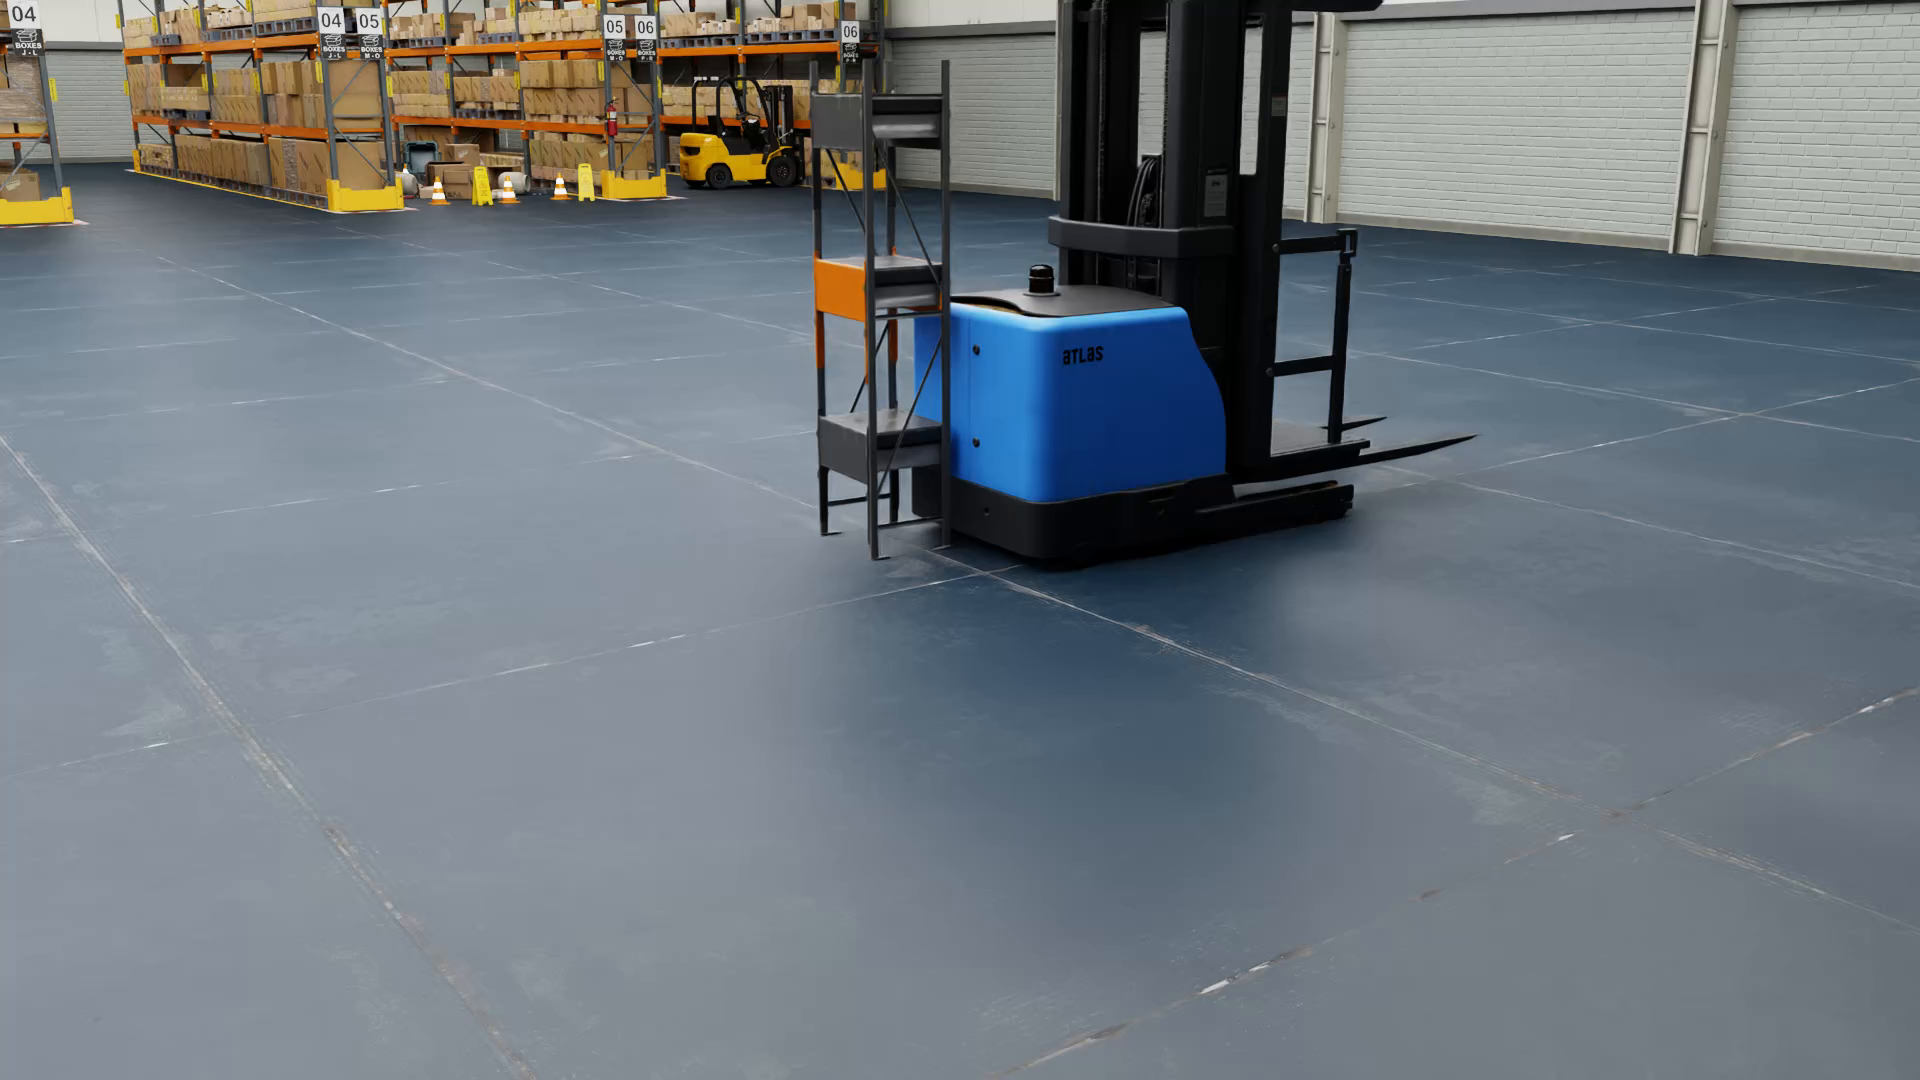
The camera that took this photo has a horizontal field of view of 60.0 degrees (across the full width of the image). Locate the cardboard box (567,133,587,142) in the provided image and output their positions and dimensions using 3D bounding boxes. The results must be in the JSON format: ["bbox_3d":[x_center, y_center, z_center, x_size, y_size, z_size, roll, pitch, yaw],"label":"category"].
[{"bbox_3d":[-7.200,-7.610,31.462,0.380,0.149,0.250,-10,18,-32],"label":"cardboard box"}]

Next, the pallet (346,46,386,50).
[{"bbox_3d":[-14.912,-12.413,41.735,1.003,0.211,1.213,-11,19,-35],"label":"pallet"}]

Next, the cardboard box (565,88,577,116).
[{"bbox_3d":[-7.073,-8.230,31.209,0.500,0.500,0.500,-11,19,-35],"label":"cardboard box"}]

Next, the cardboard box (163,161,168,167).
[{"bbox_3d":[-17.748,-8.495,37.538,0.380,0.149,0.250,-12,19,-36],"label":"cardboard box"}]

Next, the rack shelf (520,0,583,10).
[{"bbox_3d":[-10.168,-14.055,43.253,1.077,0.370,4.000,-11,19,-35],"label":"rack shelf"}]

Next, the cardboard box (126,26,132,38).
[{"bbox_3d":[-18.945,-11.747,38.467,0.500,0.250,0.500,-11,19,-35],"label":"cardboard box"}]

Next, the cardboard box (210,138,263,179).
[{"bbox_3d":[-14.312,-7.642,33.280,1.050,0.750,0.750,-11,19,-35],"label":"cardboard box"}]

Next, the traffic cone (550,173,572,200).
[{"bbox_3d":[-7.245,-6.418,30.148,0.336,0.463,0.334,-11,19,-35],"label":"traffic cone"}]

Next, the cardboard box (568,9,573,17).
[{"bbox_3d":[-7.050,-9.774,30.890,0.380,0.149,0.250,-12,19,-36],"label":"cardboard box"}]

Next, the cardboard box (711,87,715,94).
[{"bbox_3d":[-5.301,-9.989,36.971,0.380,0.149,0.250,-11,19,-36],"label":"cardboard box"}]

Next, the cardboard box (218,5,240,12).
[{"bbox_3d":[-14.915,-10.772,33.928,0.396,0.266,0.258,-11,19,-35],"label":"cardboard box"}]

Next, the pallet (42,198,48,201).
[{"bbox_3d":[-15.172,-5.322,26.621,1.003,0.211,1.213,-11,19,-35],"label":"pallet"}]

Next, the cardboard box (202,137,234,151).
[{"bbox_3d":[-15.211,-8.132,34.125,0.500,0.250,0.500,-11,19,-36],"label":"cardboard box"}]

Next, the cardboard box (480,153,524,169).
[{"bbox_3d":[-9.888,-8.115,35.724,0.950,0.372,0.625,-11,19,-36],"label":"cardboard box"}]

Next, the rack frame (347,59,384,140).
[{"bbox_3d":[-15.356,-11.166,42.692,1.000,3.000,0.127,-11,19,-35],"label":"rack frame"}]

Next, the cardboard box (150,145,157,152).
[{"bbox_3d":[-18.478,-9.048,38.431,0.380,0.149,0.250,-11,19,-34],"label":"cardboard box"}]

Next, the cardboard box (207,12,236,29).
[{"bbox_3d":[-14.350,-10.134,32.422,0.500,0.311,0.500,-11,19,-34],"label":"cardboard box"}]

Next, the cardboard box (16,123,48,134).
[{"bbox_3d":[-13.940,-6.188,24.979,0.380,0.149,0.250,-11,19,-35],"label":"cardboard box"}]

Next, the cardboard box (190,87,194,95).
[{"bbox_3d":[-15.402,-9.124,33.783,0.380,0.149,0.250,-11,19,-35],"label":"cardboard box"}]

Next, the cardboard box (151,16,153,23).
[{"bbox_3d":[-17.518,-11.409,36.480,0.380,0.149,0.250,-10,18,-33],"label":"cardboard box"}]

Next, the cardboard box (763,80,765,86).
[{"bbox_3d":[-3.957,-9.671,35.246,0.380,0.149,0.250,-11,19,-36],"label":"cardboard box"}]

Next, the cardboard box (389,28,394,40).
[{"bbox_3d":[-12.993,-11.735,38.548,0.396,0.266,0.258,-11,19,-35],"label":"cardboard box"}]

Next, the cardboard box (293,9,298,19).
[{"bbox_3d":[-10.810,-8.717,27.553,0.380,0.149,0.250,-11,19,-34],"label":"cardboard box"}]

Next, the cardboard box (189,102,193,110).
[{"bbox_3d":[-15.555,-8.892,34.061,0.380,0.149,0.250,-10,18,-34],"label":"cardboard box"}]

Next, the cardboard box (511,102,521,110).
[{"bbox_3d":[-8.827,-8.752,33.552,0.380,0.149,0.250,-11,19,-34],"label":"cardboard box"}]

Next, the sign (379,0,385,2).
[{"bbox_3d":[-9.441,-8.951,27.111,0.100,0.325,0.005,-11,19,-35],"label":"sign"}]

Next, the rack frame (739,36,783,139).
[{"bbox_3d":[-4.288,-9.375,36.147,1.000,3.000,0.127,-11,19,-35],"label":"rack frame"}]

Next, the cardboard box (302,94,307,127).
[{"bbox_3d":[-10.717,-7.357,28.492,0.875,0.550,0.550,-11,19,-35],"label":"cardboard box"}]

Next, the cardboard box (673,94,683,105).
[{"bbox_3d":[-6.283,-10.158,38.346,0.500,0.250,0.500,-10,18,-33],"label":"cardboard box"}]

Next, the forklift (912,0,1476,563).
[{"bbox_3d":[1.278,-1.595,7.853,3.031,2.935,1.130,-10,18,-33],"label":"forklift"}]

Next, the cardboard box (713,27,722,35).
[{"bbox_3d":[-5.180,-11.139,36.402,0.380,0.149,0.250,-11,19,-35],"label":"cardboard box"}]

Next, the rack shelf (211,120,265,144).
[{"bbox_3d":[-13.421,-7.894,32.099,1.077,0.370,4.000,-11,19,-35],"label":"rack shelf"}]

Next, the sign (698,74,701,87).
[{"bbox_3d":[-6.193,-10.875,39.433,0.100,0.325,0.005,-11,19,-35],"label":"sign"}]

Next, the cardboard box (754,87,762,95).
[{"bbox_3d":[-4.160,-9.572,35.449,0.380,0.149,0.250,-10,18,-33],"label":"cardboard box"}]

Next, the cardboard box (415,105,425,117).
[{"bbox_3d":[-12.079,-9.774,37.891,0.500,0.250,0.500,-11,19,-35],"label":"cardboard box"}]

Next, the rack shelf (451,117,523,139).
[{"bbox_3d":[-9.477,-8.684,34.985,1.077,0.370,4.000,-11,19,-35],"label":"rack shelf"}]

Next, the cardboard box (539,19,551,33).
[{"bbox_3d":[-7.669,-9.768,31.620,0.500,0.250,0.500,-11,19,-34],"label":"cardboard box"}]

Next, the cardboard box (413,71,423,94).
[{"bbox_3d":[-12.055,-10.383,37.746,0.500,0.500,0.500,-11,19,-35],"label":"cardboard box"}]

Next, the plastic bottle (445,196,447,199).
[{"bbox_3d":[-9.466,-6.223,30.197,0.283,0.061,0.133,10,18,33],"label":"plastic bottle"}]

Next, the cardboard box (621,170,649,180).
[{"bbox_3d":[-6.199,-6.841,31.302,0.500,0.250,0.500,-11,19,-35],"label":"cardboard box"}]

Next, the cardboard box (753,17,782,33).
[{"bbox_3d":[-3.996,-10.814,34.907,0.500,0.311,0.500,-10,18,-33],"label":"cardboard box"}]

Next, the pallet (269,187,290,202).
[{"bbox_3d":[-11.862,-6.294,30.174,1.003,0.211,1.213,-11,19,-35],"label":"pallet"}]

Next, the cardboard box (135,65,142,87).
[{"bbox_3d":[-18.662,-10.692,38.312,0.500,0.500,0.500,-11,19,-36],"label":"cardboard box"}]

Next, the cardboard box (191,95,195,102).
[{"bbox_3d":[-15.414,-8.984,33.837,0.380,0.149,0.250,-10,18,-32],"label":"cardboard box"}]

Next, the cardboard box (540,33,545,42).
[{"bbox_3d":[-7.857,-9.665,32.000,0.380,0.149,0.250,-10,18,-33],"label":"cardboard box"}]

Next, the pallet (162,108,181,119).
[{"bbox_3d":[-16.617,-9.244,36.031,1.003,0.211,1.213,-11,19,-35],"label":"pallet"}]

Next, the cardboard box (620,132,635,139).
[{"bbox_3d":[-8.178,-10.006,41.164,0.380,0.149,0.250,-10,18,-33],"label":"cardboard box"}]

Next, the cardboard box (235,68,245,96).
[{"bbox_3d":[-13.439,-8.775,31.872,0.700,0.500,0.500,-11,19,-35],"label":"cardboard box"}]

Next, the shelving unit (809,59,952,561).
[{"bbox_3d":[-0.342,-1.003,7.263,0.431,2.100,0.503,-9,18,-30],"label":"shelving unit"}]

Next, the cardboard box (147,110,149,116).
[{"bbox_3d":[-18.553,-9.869,38.426,0.380,0.149,0.250,-11,19,-36],"label":"cardboard box"}]
